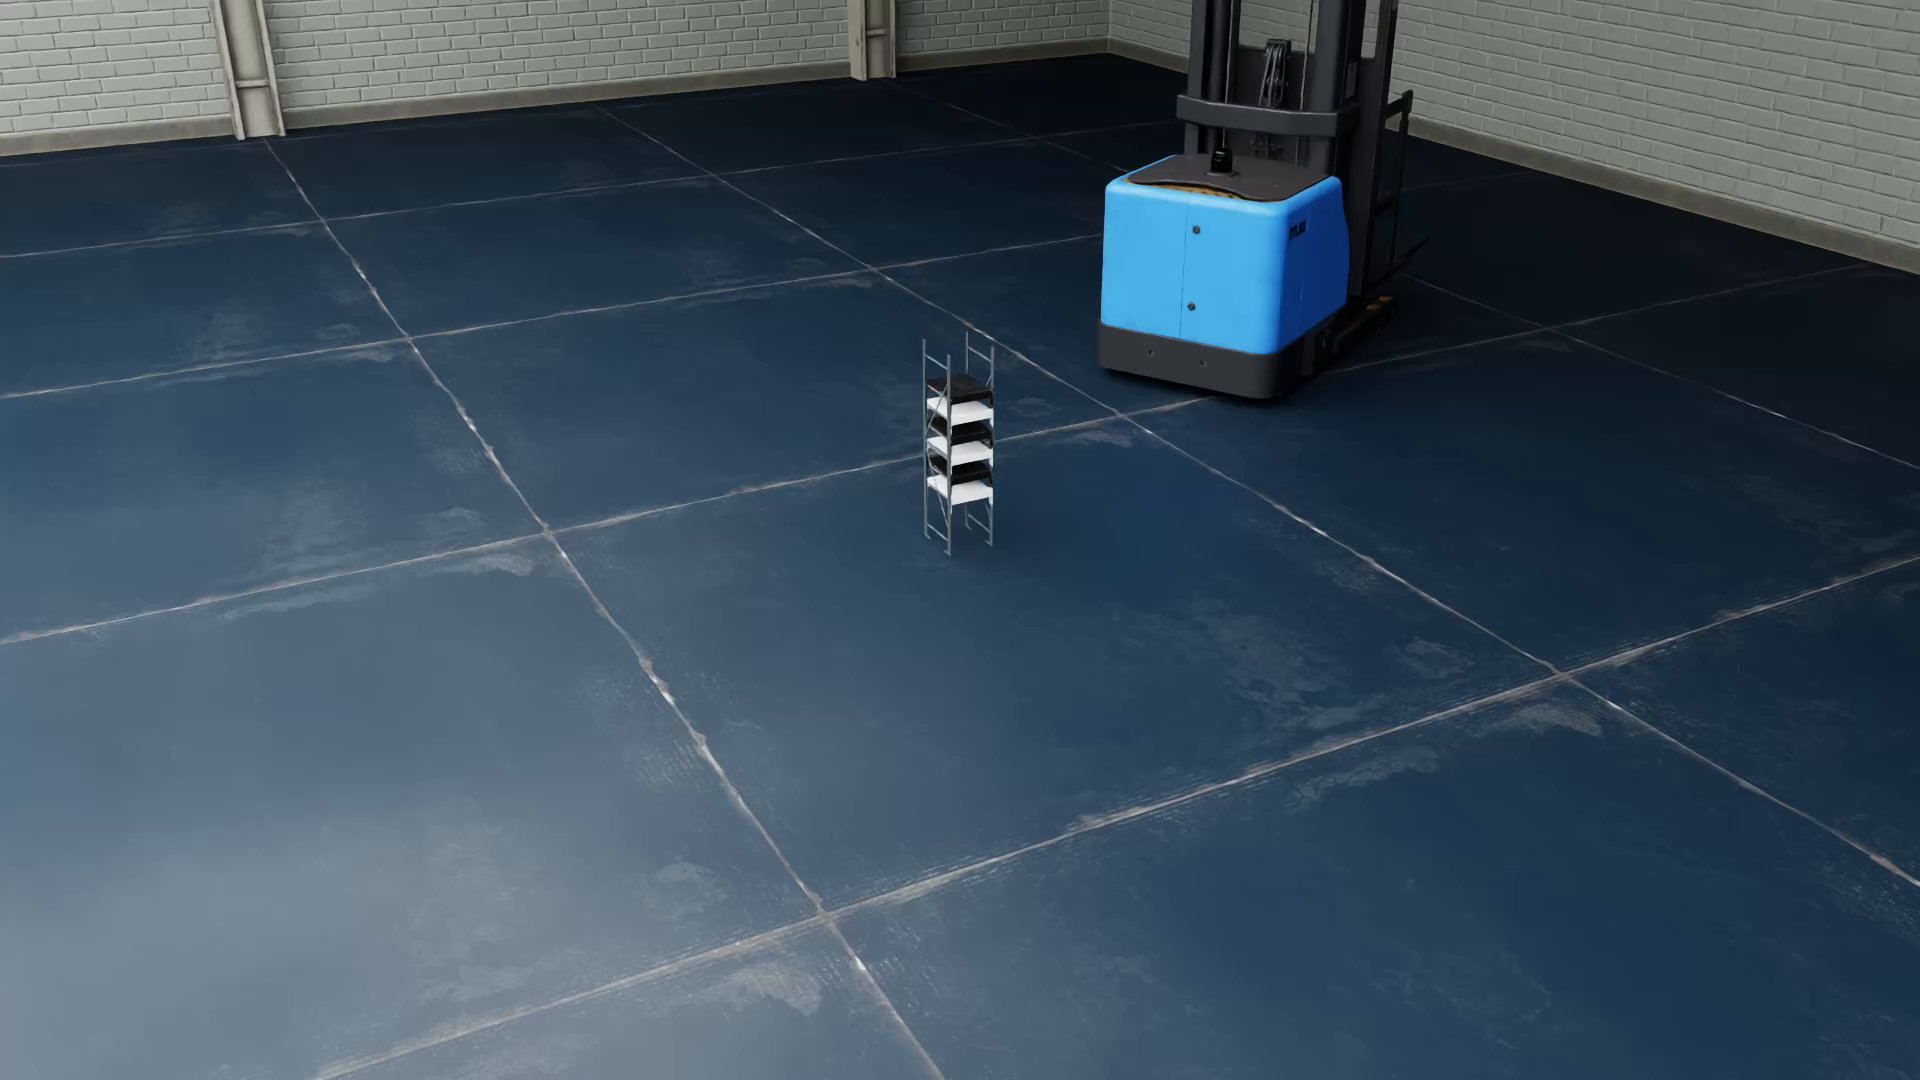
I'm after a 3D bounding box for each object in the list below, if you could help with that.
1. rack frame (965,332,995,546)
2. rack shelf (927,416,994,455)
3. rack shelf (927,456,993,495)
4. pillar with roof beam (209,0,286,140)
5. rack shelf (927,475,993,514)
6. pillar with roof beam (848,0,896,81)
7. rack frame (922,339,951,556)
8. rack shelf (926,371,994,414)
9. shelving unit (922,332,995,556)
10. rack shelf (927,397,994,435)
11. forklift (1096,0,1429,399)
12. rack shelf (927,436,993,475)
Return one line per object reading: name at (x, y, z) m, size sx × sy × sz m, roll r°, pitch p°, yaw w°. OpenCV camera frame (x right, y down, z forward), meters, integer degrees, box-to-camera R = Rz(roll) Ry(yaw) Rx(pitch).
rack frame at (0.083, -0.425, 7.095) m, size 0.006 × 0.900 × 0.240 m, roll -13°, pitch 29°, yaw -25°
rack shelf at (-0.007, -0.455, 7.027) m, size 0.200 × 0.077 × 0.258 m, roll -13°, pitch 29°, yaw -25°
rack shelf at (-0.007, -0.293, 7.105) m, size 0.200 × 0.077 × 0.258 m, roll -13°, pitch 29°, yaw -25°
pillar with roof beam at (-4.172, -6.003, 9.356) m, size 0.400 × 9.000 × 9.100 m, roll -13°, pitch 29°, yaw -25°
rack shelf at (-0.007, -0.212, 7.144) m, size 0.200 × 0.077 × 0.258 m, roll -13°, pitch 29°, yaw -25°
pillar with roof beam at (1.123, -7.225, 11.901) m, size 0.400 × 9.000 × 9.100 m, roll -13°, pitch 29°, yaw -25°
rack frame at (-0.097, -0.383, 7.009) m, size 0.006 × 0.900 × 0.240 m, roll -13°, pitch 29°, yaw -25°
rack shelf at (-0.007, -0.617, 6.949) m, size 0.200 × 0.077 × 0.258 m, roll -13°, pitch 29°, yaw -25°
shelving unit at (-0.007, -0.404, 7.052) m, size 0.210 × 0.900 × 0.258 m, roll -13°, pitch 29°, yaw -25°
rack shelf at (-0.007, -0.536, 6.988) m, size 0.200 × 0.077 × 0.258 m, roll -13°, pitch 29°, yaw -25°
forklift at (1.966, -2.642, 9.367) m, size 1.130 × 2.935 × 3.031 m, roll 16°, pitch 30°, yaw 29°
rack shelf at (-0.007, -0.374, 7.066) m, size 0.200 × 0.077 × 0.258 m, roll -13°, pitch 29°, yaw -25°
